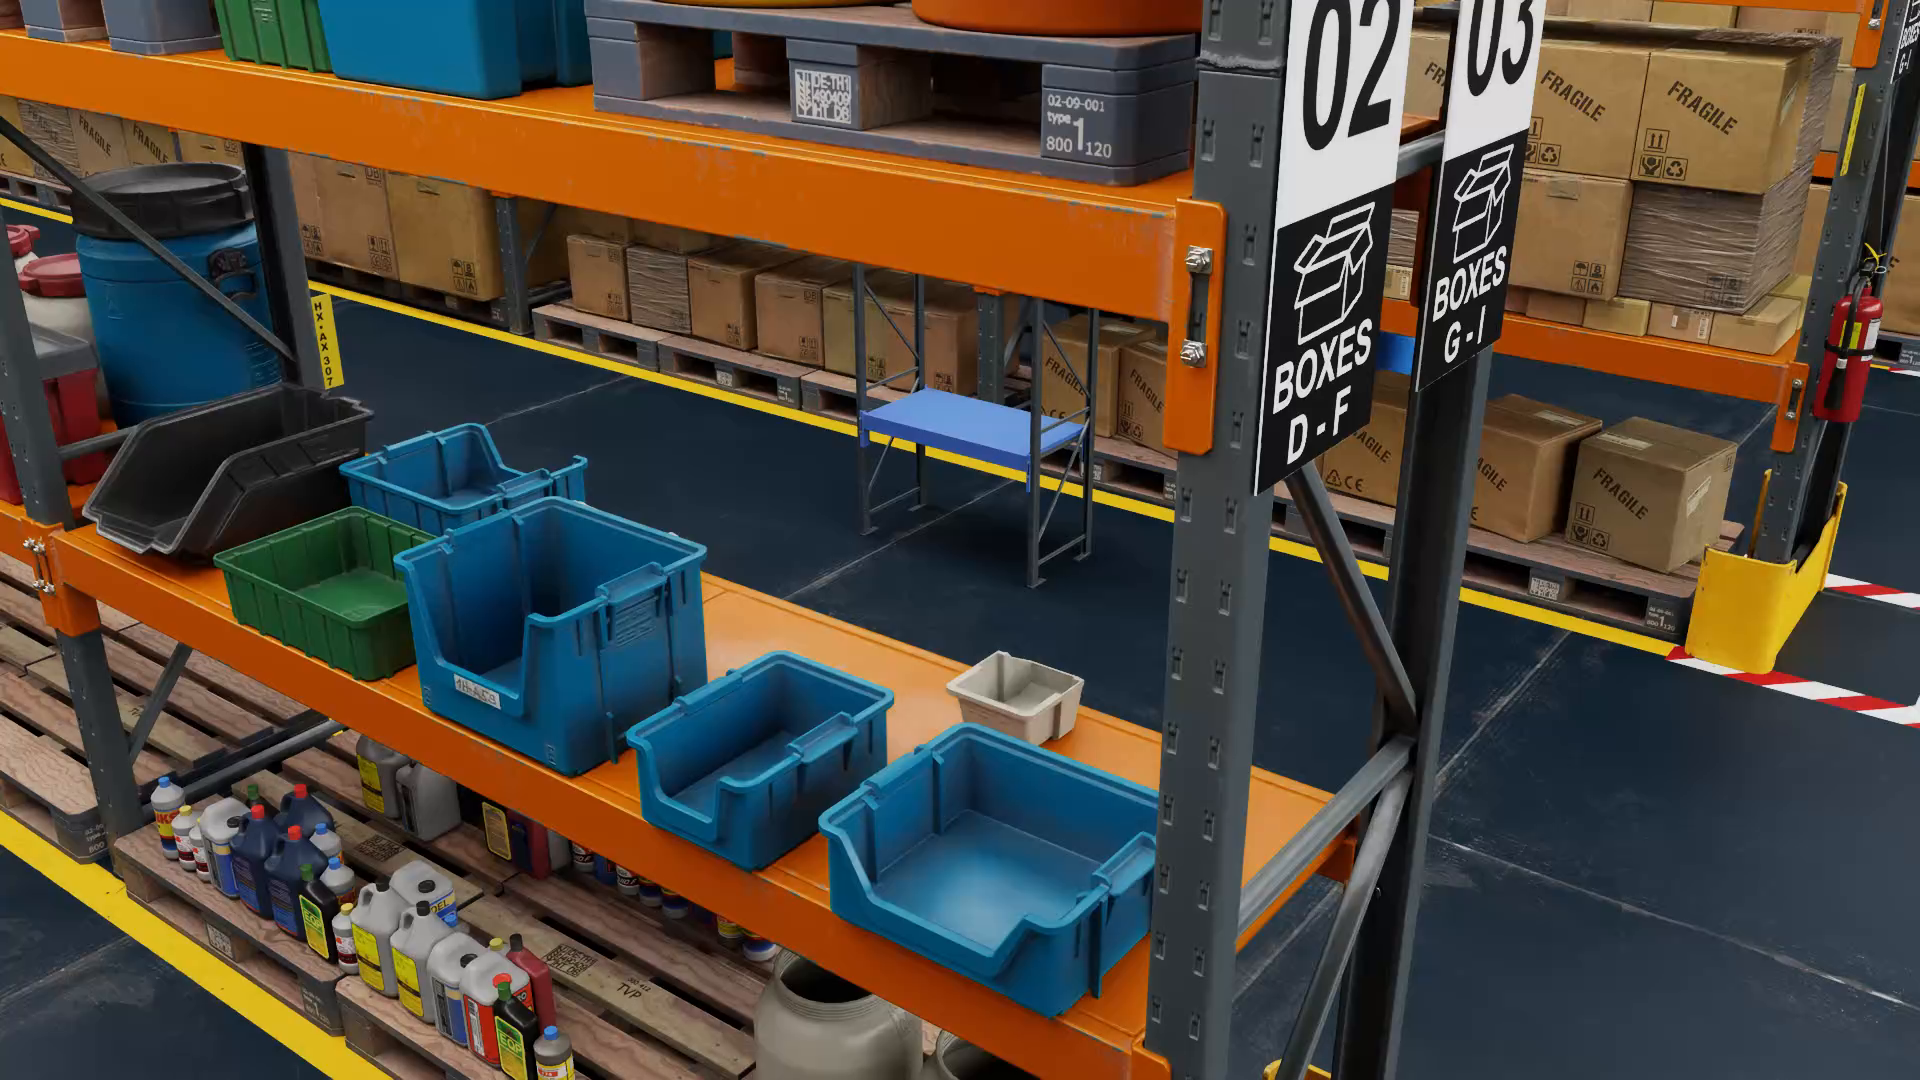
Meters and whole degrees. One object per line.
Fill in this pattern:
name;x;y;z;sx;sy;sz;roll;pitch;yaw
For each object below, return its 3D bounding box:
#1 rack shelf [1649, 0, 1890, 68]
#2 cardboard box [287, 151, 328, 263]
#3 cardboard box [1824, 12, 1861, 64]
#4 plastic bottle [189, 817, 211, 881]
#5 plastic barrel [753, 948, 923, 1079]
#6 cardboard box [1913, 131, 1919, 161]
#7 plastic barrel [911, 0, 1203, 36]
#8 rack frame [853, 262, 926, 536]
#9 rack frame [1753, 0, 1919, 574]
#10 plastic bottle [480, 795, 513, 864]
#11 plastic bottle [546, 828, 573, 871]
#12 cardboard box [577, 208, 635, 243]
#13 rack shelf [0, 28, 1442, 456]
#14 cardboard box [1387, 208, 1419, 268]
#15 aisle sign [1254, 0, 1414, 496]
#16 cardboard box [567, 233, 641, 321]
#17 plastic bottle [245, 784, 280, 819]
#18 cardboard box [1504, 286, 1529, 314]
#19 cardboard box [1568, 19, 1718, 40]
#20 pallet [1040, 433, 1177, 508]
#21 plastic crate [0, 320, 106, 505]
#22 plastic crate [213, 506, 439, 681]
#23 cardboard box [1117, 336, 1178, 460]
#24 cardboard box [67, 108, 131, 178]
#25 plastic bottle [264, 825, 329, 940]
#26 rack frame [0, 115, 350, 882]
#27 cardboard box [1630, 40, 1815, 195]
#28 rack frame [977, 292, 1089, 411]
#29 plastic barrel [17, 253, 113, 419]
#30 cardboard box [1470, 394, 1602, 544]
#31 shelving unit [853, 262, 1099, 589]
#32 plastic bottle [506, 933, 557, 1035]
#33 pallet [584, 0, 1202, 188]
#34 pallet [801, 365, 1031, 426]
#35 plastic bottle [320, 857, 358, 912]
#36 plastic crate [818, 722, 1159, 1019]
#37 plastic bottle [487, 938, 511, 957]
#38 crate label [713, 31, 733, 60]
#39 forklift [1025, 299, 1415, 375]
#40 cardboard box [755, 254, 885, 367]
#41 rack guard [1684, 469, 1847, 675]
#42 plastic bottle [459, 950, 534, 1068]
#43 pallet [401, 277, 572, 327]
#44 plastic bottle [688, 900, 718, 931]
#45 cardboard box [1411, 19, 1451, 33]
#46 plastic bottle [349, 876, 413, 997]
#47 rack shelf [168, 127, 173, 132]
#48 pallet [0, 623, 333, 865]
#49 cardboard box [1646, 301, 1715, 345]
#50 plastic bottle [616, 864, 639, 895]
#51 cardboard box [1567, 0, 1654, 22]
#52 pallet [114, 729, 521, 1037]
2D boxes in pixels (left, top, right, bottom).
rack shelf;2.040;-2.537;7.460;4.000;0.370;1.077;17;29;33
cardboard box;-4.722;-2.767;12.925;0.875;0.875;1.225;16;28;32
cardboard box;5.927;-3.354;10.617;0.550;0.550;0.875;17;29;33
plastic bottle;-2.376;0.968;5.258;0.097;0.201;0.097;0;24;0
plastic barrel;-0.304;1.279;4.192;0.421;0.512;0.421;0;24;0
cardboard box;6.372;-2.729;10.538;0.550;0.550;0.875;17;29;33
plastic barrel;0.205;-1.250;2.592;0.708;0.830;0.600;17;29;33
rack frame;-0.338;-0.789;8.180;0.032;1.500;0.500;17;29;33
rack frame;3.640;-1.010;6.822;0.127;3.000;1.000;17;29;33
plastic bottle;-1.472;0.889;5.335;0.133;0.283;0.061;17;29;33
plastic bottle;-1.303;0.894;5.333;0.135;0.276;0.152;17;29;34
cardboard box;-2.207;-2.193;11.131;0.500;0.250;0.500;18;30;35
rack shelf;-0.930;-0.939;3.833;4.000;0.370;1.077;17;29;33
cardboard box;2.371;-1.551;7.556;0.500;0.500;0.875;17;29;33
aisle sign;0.549;-0.488;2.414;0.004;0.787;0.394;17;29;33
cardboard box;-2.213;-1.846;11.275;0.500;0.500;0.700;15;28;31
plastic bottle;-2.200;0.916;5.274;0.133;0.283;0.061;17;29;33
cardboard box;2.492;-1.141;7.431;0.250;0.149;0.380;17;29;33
cardboard box;2.968;-1.993;7.321;0.500;0.500;0.500;17;29;33
pallet;0.998;-0.550;9.236;1.213;0.211;1.003;17;29;33
plastic crate;-3.102;-0.427;5.419;0.583;0.464;0.402;17;29;33
plastic crate;-1.614;0.137;4.481;0.662;0.188;0.450;17;29;33
cardboard box;1.199;-0.780;8.879;0.500;0.500;0.500;-16;28;-31
cardboard box;-7.162;-3.535;14.666;0.875;0.875;0.875;17;29;33
plastic bottle;-1.983;1.007;4.985;0.185;0.351;0.144;15;28;31
rack frame;-2.531;-0.379;5.390;0.127;3.000;1.000;17;29;33
cardboard box;3.052;-1.702;6.661;0.500;0.500;0.500;17;29;33
rack frame;0.440;-1.977;9.017;0.127;3.000;1.000;17;29;33
plastic barrel;-3.165;-0.743;6.048;0.433;0.535;0.433;0;24;0
cardboard box;2.652;-0.348;7.899;0.500;0.500;0.500;-17;29;-34
shelving unit;0.068;-0.666;7.901;1.048;1.500;0.538;17;29;33
plastic bottle;-1.184;1.223;4.577;0.133;0.283;0.061;17;29;33
pallet;0.067;-0.930;3.154;1.213;0.211;1.003;17;29;33
pallet;-0.184;-0.889;10.005;1.213;0.211;1.003;17;29;33
plastic bottle;-1.843;1.066;4.948;0.097;0.271;0.097;0;24;0
plastic crate;0.090;0.632;3.280;0.616;0.251;0.499;17;29;33
plastic bottle;-1.299;1.217;4.693;0.097;0.201;0.097;0;24;0
crate label;-0.630;-1.276;3.889;0.408;0.251;0.502;17;29;33
forklift;1.540;-2.389;10.037;3.031;2.935;1.130;16;29;32
cardboard box;-0.857;-1.446;10.367;0.500;0.500;0.700;14;27;29
rack guard;3.580;0.116;7.367;0.348;0.500;1.175;17;29;33
plastic bottle;-1.248;1.261;4.501;0.135;0.276;0.152;17;29;34
pallet;-3.347;-1.883;12.262;1.213;0.211;1.003;17;29;33
plastic bottle;-0.764;1.030;5.015;0.133;0.283;0.061;17;29;34
cardboard box;1.855;-2.067;7.488;0.500;0.500;0.500;17;29;33
plastic bottle;-1.643;1.109;4.752;0.185;0.351;0.144;17;29;33
rack shelf;-7.562;-4.066;14.650;4.000;0.370;1.077;17;29;33
pallet;-3.182;0.720;6.355;1.213;0.211;1.003;17;29;33
cardboard box;3.089;-0.958;7.015;0.250;0.149;0.380;17;29;33
plastic bottle;-1.028;0.997;5.191;0.097;0.201;0.097;0;24;0
cardboard box;4.629;-3.745;11.504;0.550;0.550;0.875;17;29;33
pallet;-2.018;1.073;5.553;1.213;0.211;1.003;17;29;33
